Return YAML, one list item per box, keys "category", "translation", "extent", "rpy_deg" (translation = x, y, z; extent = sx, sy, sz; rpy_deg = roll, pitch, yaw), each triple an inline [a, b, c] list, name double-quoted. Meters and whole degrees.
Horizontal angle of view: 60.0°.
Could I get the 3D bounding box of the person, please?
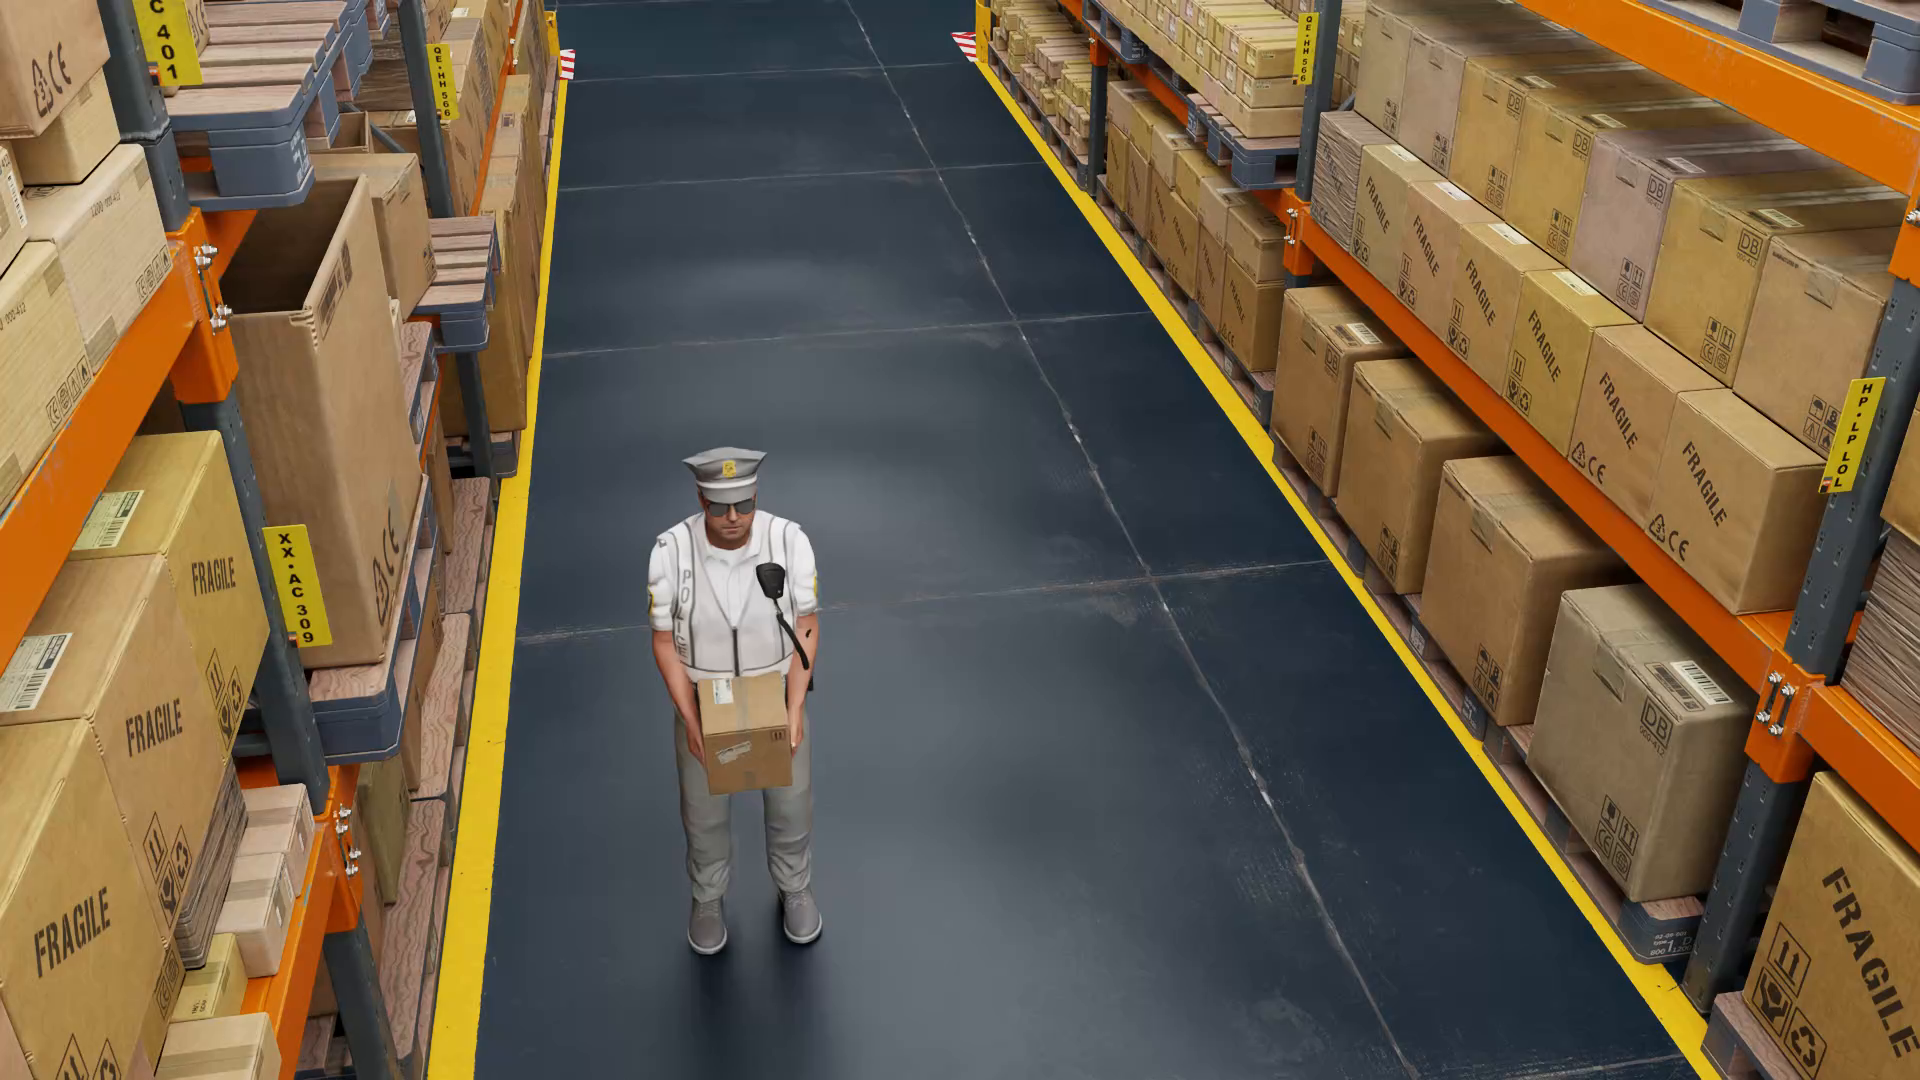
- category: "person"
  translation: [-0.691, 0.504, 5.258]
  extent: [0.558, 1.757, 0.439]
  rpy_deg: [-6, 31, -10]
